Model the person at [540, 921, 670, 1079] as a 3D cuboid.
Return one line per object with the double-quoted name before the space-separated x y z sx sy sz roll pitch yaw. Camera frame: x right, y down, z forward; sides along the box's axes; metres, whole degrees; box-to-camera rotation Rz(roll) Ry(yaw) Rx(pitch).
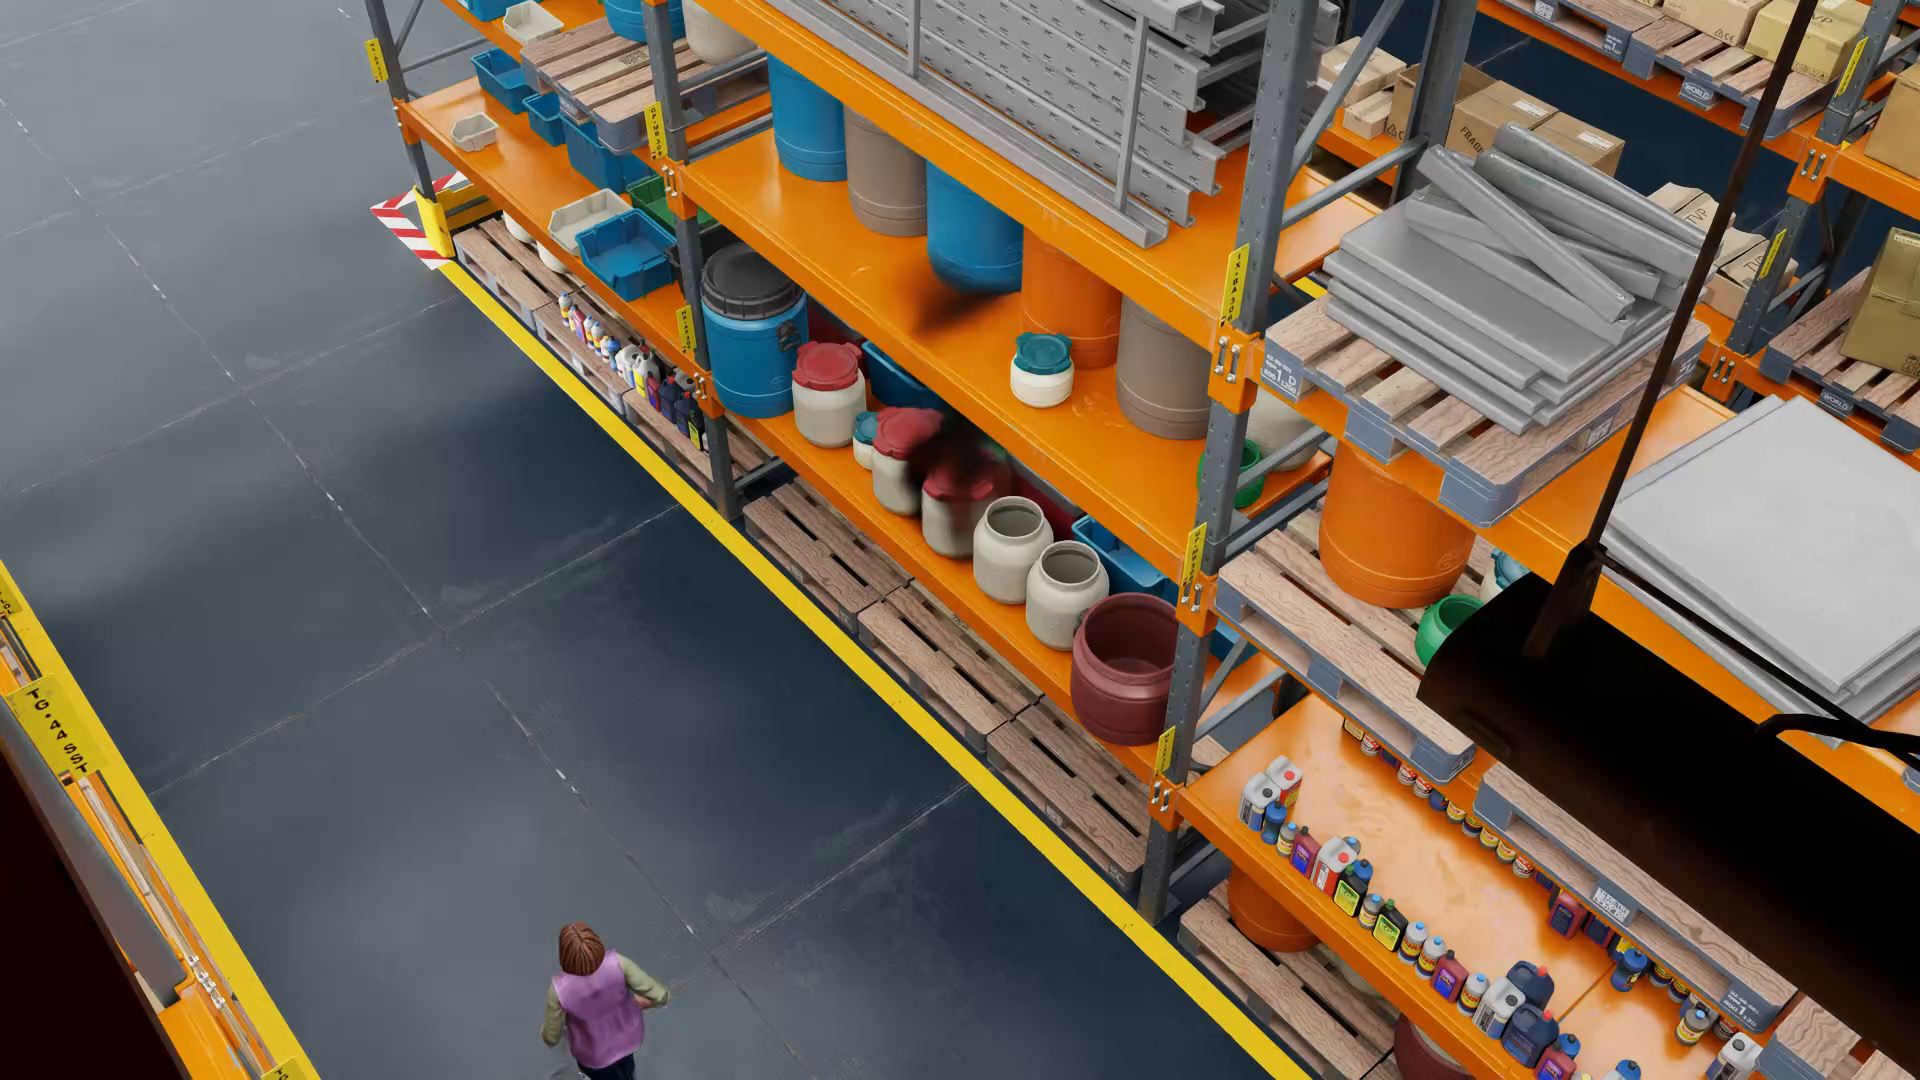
"person" -1.546 2.227 7.381 0.547 1.616 0.740 -29 53 -24
